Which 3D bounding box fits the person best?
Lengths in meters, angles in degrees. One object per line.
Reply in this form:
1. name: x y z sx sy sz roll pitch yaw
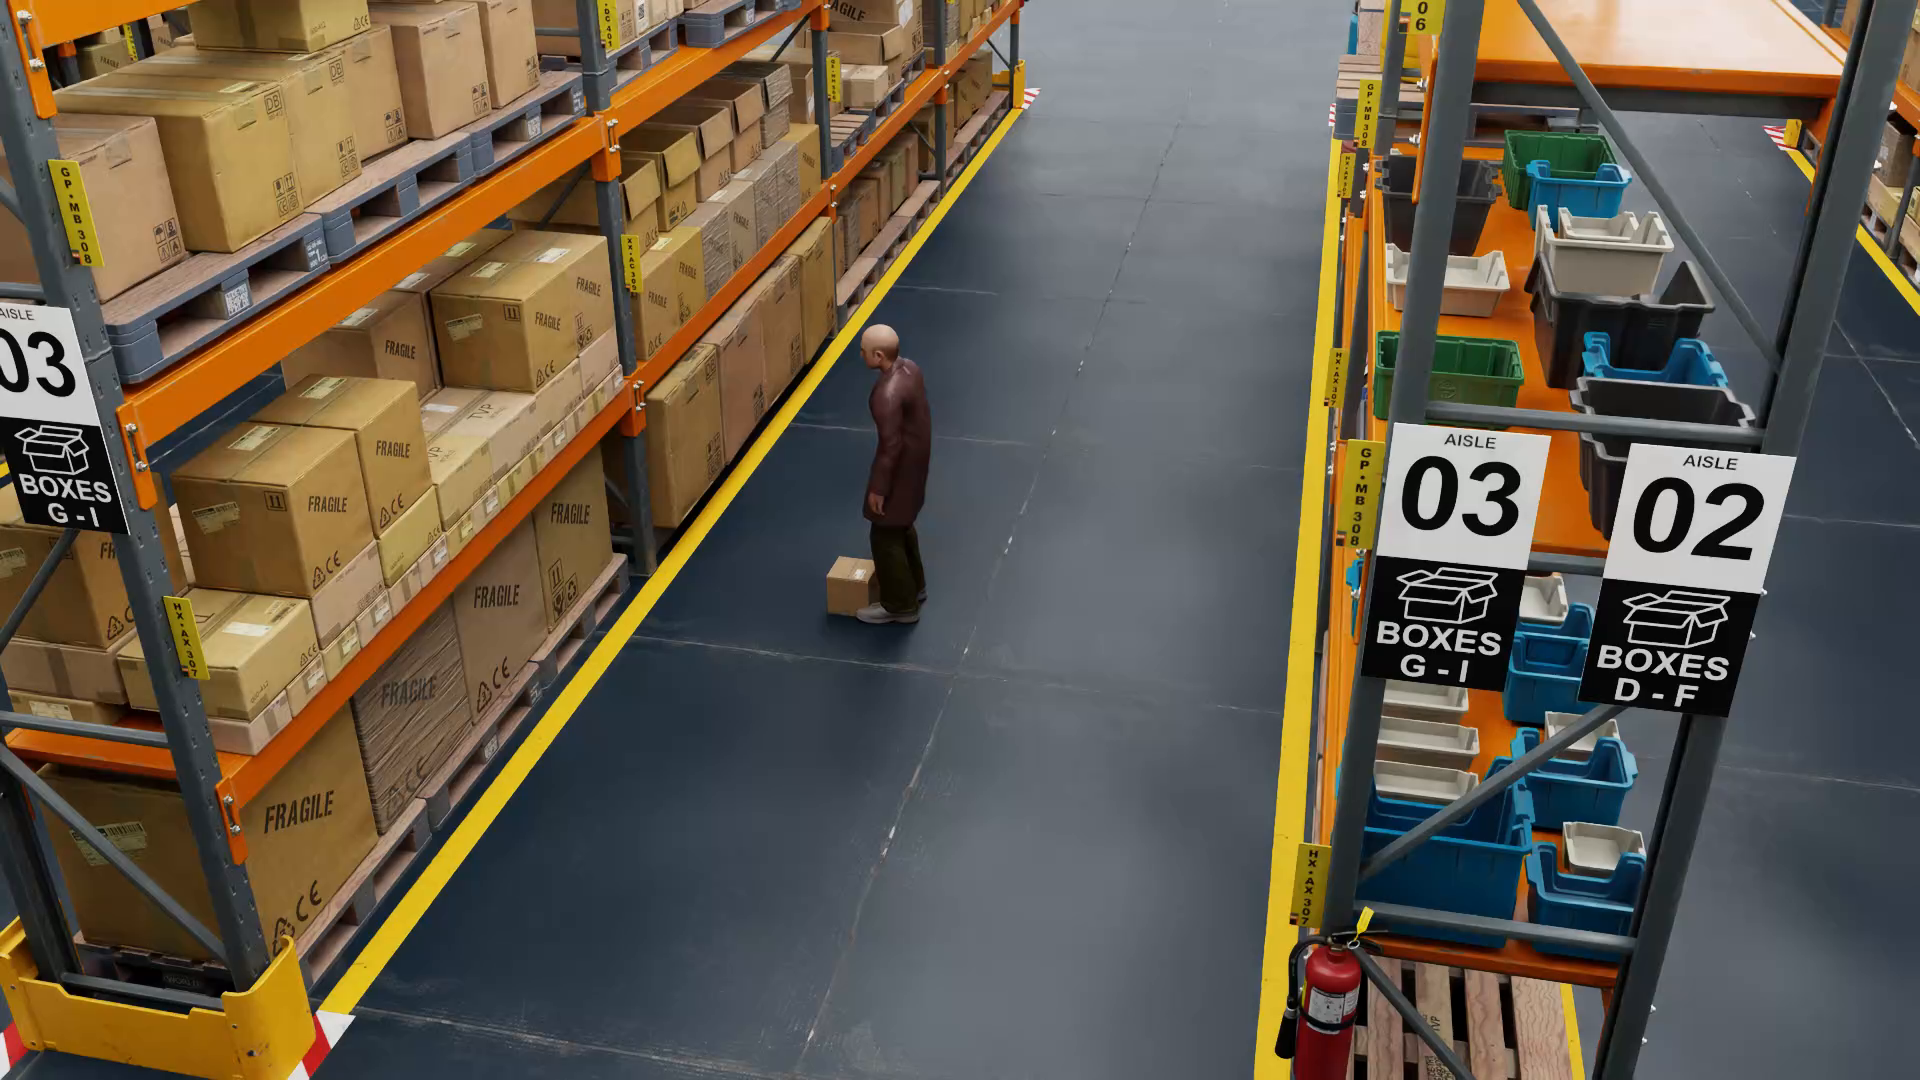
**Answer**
1. person: -0.375 -0.376 9.335 0.428 1.773 0.641 6 29 11
